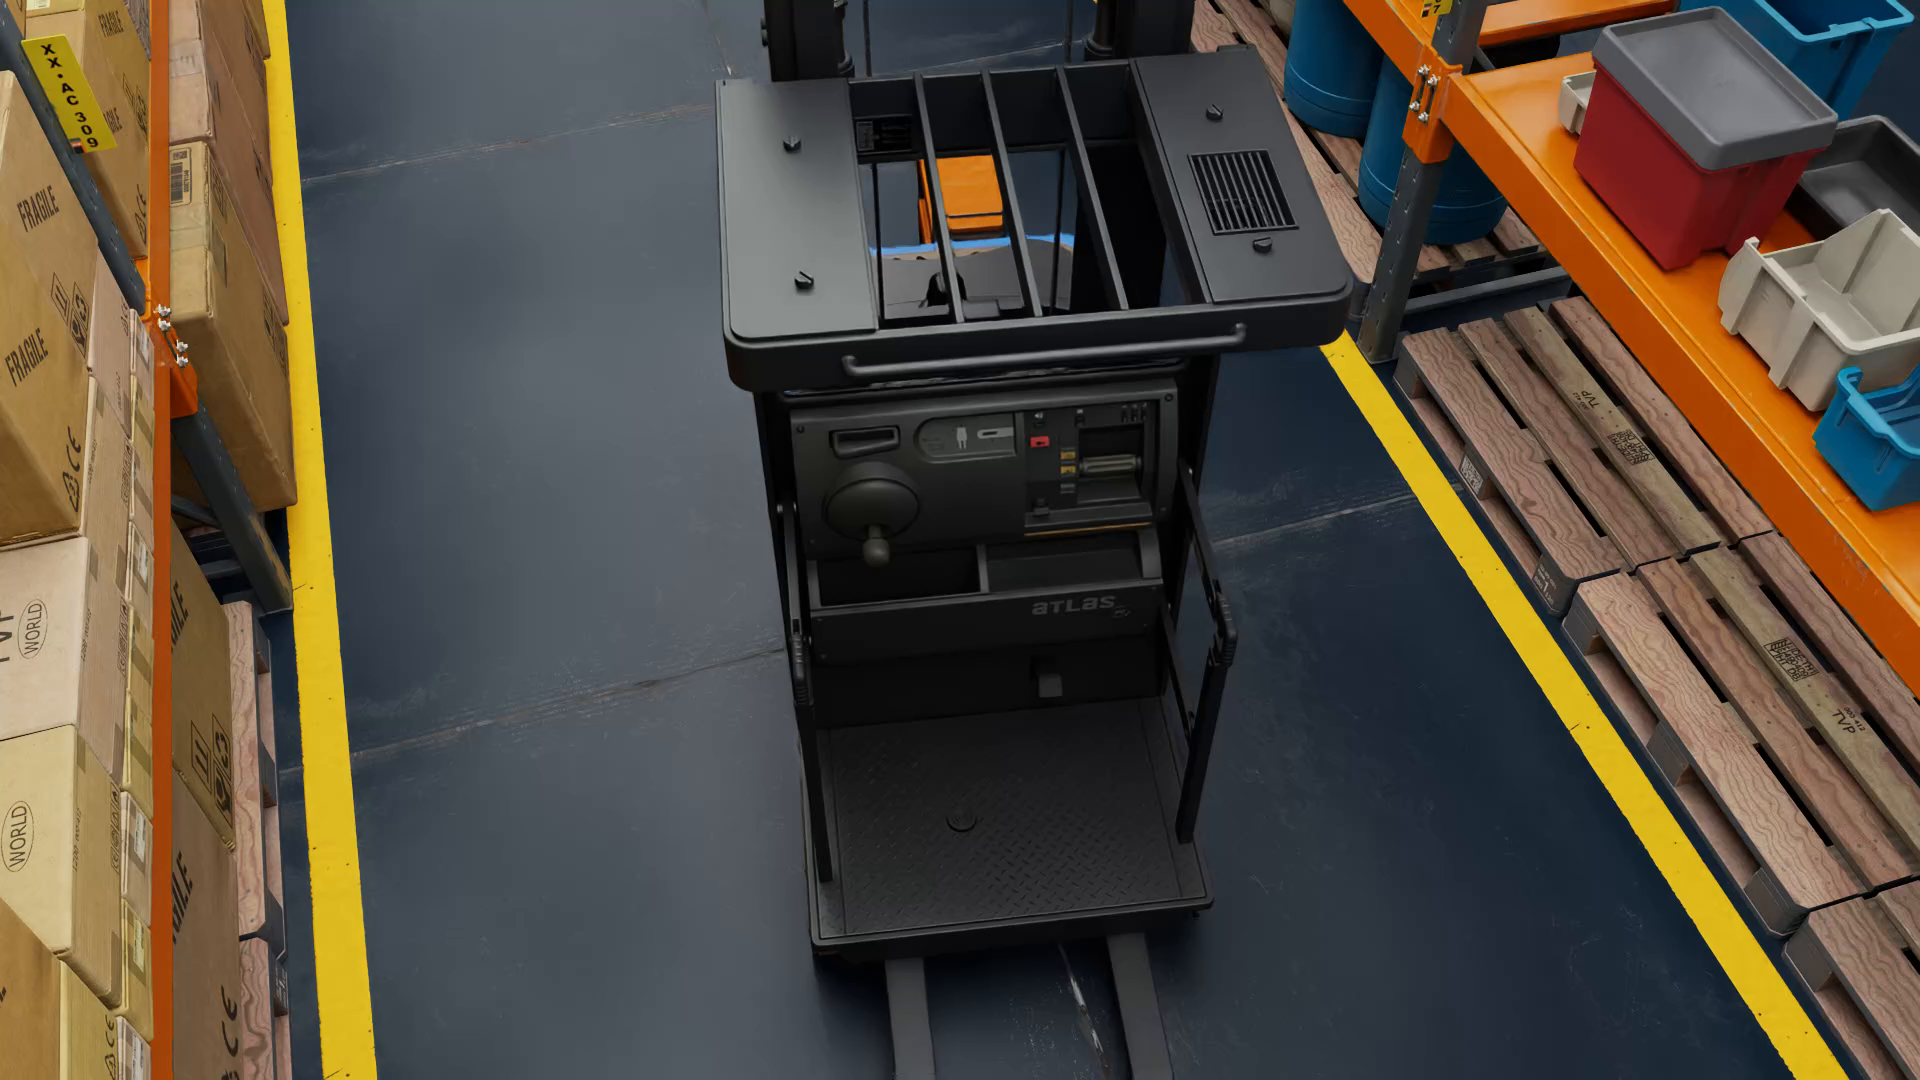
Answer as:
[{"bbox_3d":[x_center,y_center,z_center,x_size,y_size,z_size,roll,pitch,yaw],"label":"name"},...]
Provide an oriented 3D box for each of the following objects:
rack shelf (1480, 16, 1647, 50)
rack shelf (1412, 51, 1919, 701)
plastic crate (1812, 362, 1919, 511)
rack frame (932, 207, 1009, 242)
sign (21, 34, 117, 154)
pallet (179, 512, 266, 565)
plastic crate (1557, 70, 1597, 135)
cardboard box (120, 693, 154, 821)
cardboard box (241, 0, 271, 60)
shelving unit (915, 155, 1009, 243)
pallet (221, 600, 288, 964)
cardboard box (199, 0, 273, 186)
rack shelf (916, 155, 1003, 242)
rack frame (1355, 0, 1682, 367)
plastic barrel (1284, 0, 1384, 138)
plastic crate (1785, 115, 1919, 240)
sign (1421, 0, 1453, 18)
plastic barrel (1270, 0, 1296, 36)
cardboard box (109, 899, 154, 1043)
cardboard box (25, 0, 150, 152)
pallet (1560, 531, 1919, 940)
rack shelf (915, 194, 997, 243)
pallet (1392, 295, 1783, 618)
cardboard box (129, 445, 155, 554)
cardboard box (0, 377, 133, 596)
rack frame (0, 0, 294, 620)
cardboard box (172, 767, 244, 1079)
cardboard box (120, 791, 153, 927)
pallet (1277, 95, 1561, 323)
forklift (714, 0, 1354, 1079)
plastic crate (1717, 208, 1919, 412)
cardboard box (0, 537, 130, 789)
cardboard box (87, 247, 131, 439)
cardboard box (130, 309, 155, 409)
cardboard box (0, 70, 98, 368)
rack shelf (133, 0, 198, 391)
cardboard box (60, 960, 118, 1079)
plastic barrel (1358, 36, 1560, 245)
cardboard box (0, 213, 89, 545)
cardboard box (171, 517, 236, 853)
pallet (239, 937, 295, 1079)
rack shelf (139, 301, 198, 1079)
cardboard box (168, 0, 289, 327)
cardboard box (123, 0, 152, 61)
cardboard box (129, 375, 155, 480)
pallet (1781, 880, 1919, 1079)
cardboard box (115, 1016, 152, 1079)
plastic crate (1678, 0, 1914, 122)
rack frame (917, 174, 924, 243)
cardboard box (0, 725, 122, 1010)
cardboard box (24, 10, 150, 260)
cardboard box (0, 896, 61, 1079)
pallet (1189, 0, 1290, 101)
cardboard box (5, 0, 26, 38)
[{"bbox_3d":[1.422,-3.057,6.742,0.831,0.071,3.687,-13,51,-11],"label":"rack shelf"},{"bbox_3d":[2.605,-0.089,4.334,1.077,0.370,4.000,-13,51,-11],"label":"rack shelf"},{"bbox_3d":[2.344,-0.268,4.084,0.416,0.233,0.300,-13,51,-11],"label":"plastic crate"},{"bbox_3d":[0.033,-0.673,5.533,0.240,1.200,0.015,-5,50,-4],"label":"rack frame"},{"bbox_3d":[-2.189,-1.093,4.091,0.100,0.325,0.005,-13,51,-11],"label":"sign"},{"bbox_3d":[-3.018,-0.310,5.873,1.003,0.211,1.213,-13,51,-11],"label":"pallet"},{"bbox_3d":[2.014,-1.344,5.054,0.396,0.136,0.243,-13,51,-11],"label":"plastic crate"},{"bbox_3d":[-1.935,0.506,3.526,0.380,0.149,0.250,-14,51,-12],"label":"cardboard box"},{"bbox_3d":[-3.717,-2.525,7.032,1.225,0.875,0.875,-15,52,-13],"label":"cardboard box"},{"bbox_3d":[0.004,-0.858,5.689,0.258,1.200,0.503,-5,50,-4],"label":"shelving unit"},{"bbox_3d":[-2.568,0.810,4.929,1.003,0.211,1.213,-13,51,-11],"label":"pallet"},{"bbox_3d":[-3.461,-1.872,6.481,1.225,0.875,0.875,-13,51,-11],"label":"cardboard box"},{"bbox_3d":[0.004,-1.112,5.388,0.258,0.148,0.480,-5,50,-4],"label":"rack shelf"},{"bbox_3d":[2.013,-1.782,5.290,1.000,3.000,0.127,-13,51,-11],"label":"rack frame"},{"bbox_3d":[1.659,-2.159,6.706,0.600,0.901,0.708,-13,51,-11],"label":"plastic barrel"},{"bbox_3d":[2.601,-0.956,4.734,0.437,0.125,0.590,-13,51,-11],"label":"plastic crate"},{"bbox_3d":[1.487,-1.748,5.081,0.100,0.325,0.005,-13,51,-11],"label":"sign"},{"bbox_3d":[1.578,-2.466,7.220,0.421,0.512,0.421,0,50,0],"label":"plastic barrel"},{"bbox_3d":[-1.781,0.884,3.207,0.380,0.149,0.250,-14,51,-12],"label":"cardboard box"},{"bbox_3d":[-2.765,-1.453,4.948,0.500,0.500,0.500,-13,51,-11],"label":"cardboard box"},{"bbox_3d":[2.632,0.538,5.158,1.003,0.211,1.213,-13,51,-11],"label":"pallet"},{"bbox_3d":[0.004,-0.959,5.569,0.258,0.148,0.480,-5,50,-4],"label":"rack shelf"},{"bbox_3d":[2.268,-0.355,5.911,1.003,0.211,1.213,-13,51,-11],"label":"pallet"},{"bbox_3d":[-2.163,-0.057,4.000,0.380,0.149,0.250,-14,51,-12],"label":"cardboard box"},{"bbox_3d":[-2.182,-0.069,3.750,0.500,0.250,0.500,-12,51,-10],"label":"cardboard box"},{"bbox_3d":[-2.718,-0.662,4.346,1.000,3.000,0.127,-13,51,-11],"label":"rack frame"},{"bbox_3d":[-2.333,1.045,4.022,0.875,0.875,0.875,-13,51,-11],"label":"cardboard box"},{"bbox_3d":[-1.861,0.692,3.369,0.380,0.149,0.250,-13,51,-10],"label":"cardboard box"},{"bbox_3d":[1.825,-1.456,6.839,1.003,0.211,1.213,-13,51,-11],"label":"pallet"},{"bbox_3d":[0.093,-0.054,3.878,1.130,2.935,3.031,-5,50,-4],"label":"forklift"},{"bbox_3d":[2.289,-0.606,4.337,0.437,0.282,0.530,-13,51,-11],"label":"plastic crate"},{"bbox_3d":[-2.031,0.304,3.435,0.500,0.250,0.500,-12,51,-10],"label":"cardboard box"},{"bbox_3d":[-2.337,-0.446,4.068,0.500,0.250,0.500,-14,51,-12],"label":"cardboard box"},{"bbox_3d":[-2.315,-0.432,4.317,0.380,0.149,0.250,-13,51,-11],"label":"cardboard box"},{"bbox_3d":[-2.327,-0.676,3.771,0.500,0.500,0.500,-12,51,-10],"label":"cardboard box"},{"bbox_3d":[-3.310,-1.891,5.853,1.077,0.370,4.000,-13,51,-11],"label":"rack shelf"},{"bbox_3d":[-1.725,1.055,2.803,0.500,0.250,0.500,-15,51,-12],"label":"cardboard box"},{"bbox_3d":[1.869,-1.642,6.270,0.600,0.901,0.708,-13,51,-11],"label":"plastic barrel"},{"bbox_3d":[-2.183,-0.309,3.462,0.500,0.500,0.500,-13,51,-11],"label":"cardboard box"},{"bbox_3d":[-2.600,0.388,4.576,0.875,0.875,0.875,-13,51,-11],"label":"cardboard box"},{"bbox_3d":[-2.204,1.703,4.177,1.003,0.211,1.213,-13,51,-11],"label":"pallet"},{"bbox_3d":[-2.127,1.031,3.390,1.077,0.370,4.000,-13,51,-11],"label":"rack shelf"},{"bbox_3d":[-3.192,-1.228,5.938,1.225,0.875,0.875,-15,51,-12],"label":"cardboard box"},{"bbox_3d":[-2.913,-1.819,5.256,0.500,0.500,0.500,-14,51,-12],"label":"cardboard box"},{"bbox_3d":[-2.239,-0.244,4.158,0.380,0.149,0.250,-12,51,-10],"label":"cardboard box"},{"bbox_3d":[2.989,1.427,4.409,1.003,0.211,1.213,-13,51,-11],"label":"pallet"},{"bbox_3d":[-1.708,1.068,3.052,0.380,0.149,0.250,-14,51,-11],"label":"cardboard box"},{"bbox_3d":[2.477,-1.532,5.051,0.392,0.384,0.575,-13,51,-11],"label":"plastic crate"},{"bbox_3d":[-0.025,-1.043,5.845,0.240,1.200,0.015,-5,50,-4],"label":"rack frame"},{"bbox_3d":[-1.884,0.675,3.123,0.500,0.250,0.500,-14,51,-12],"label":"cardboard box"},{"bbox_3d":[-2.615,-1.087,4.639,0.500,0.500,0.500,-13,51,-11],"label":"cardboard box"},{"bbox_3d":[-1.726,0.817,2.513,0.500,0.500,0.500,-15,51,-12],"label":"cardboard box"},{"bbox_3d":[1.460,-2.349,7.592,1.003,0.211,1.213,-13,51,-11],"label":"pallet"},{"bbox_3d":[-2.915,-1.482,4.316,0.797,0.503,0.637,-15,51,-12],"label":"cardboard box"}]
